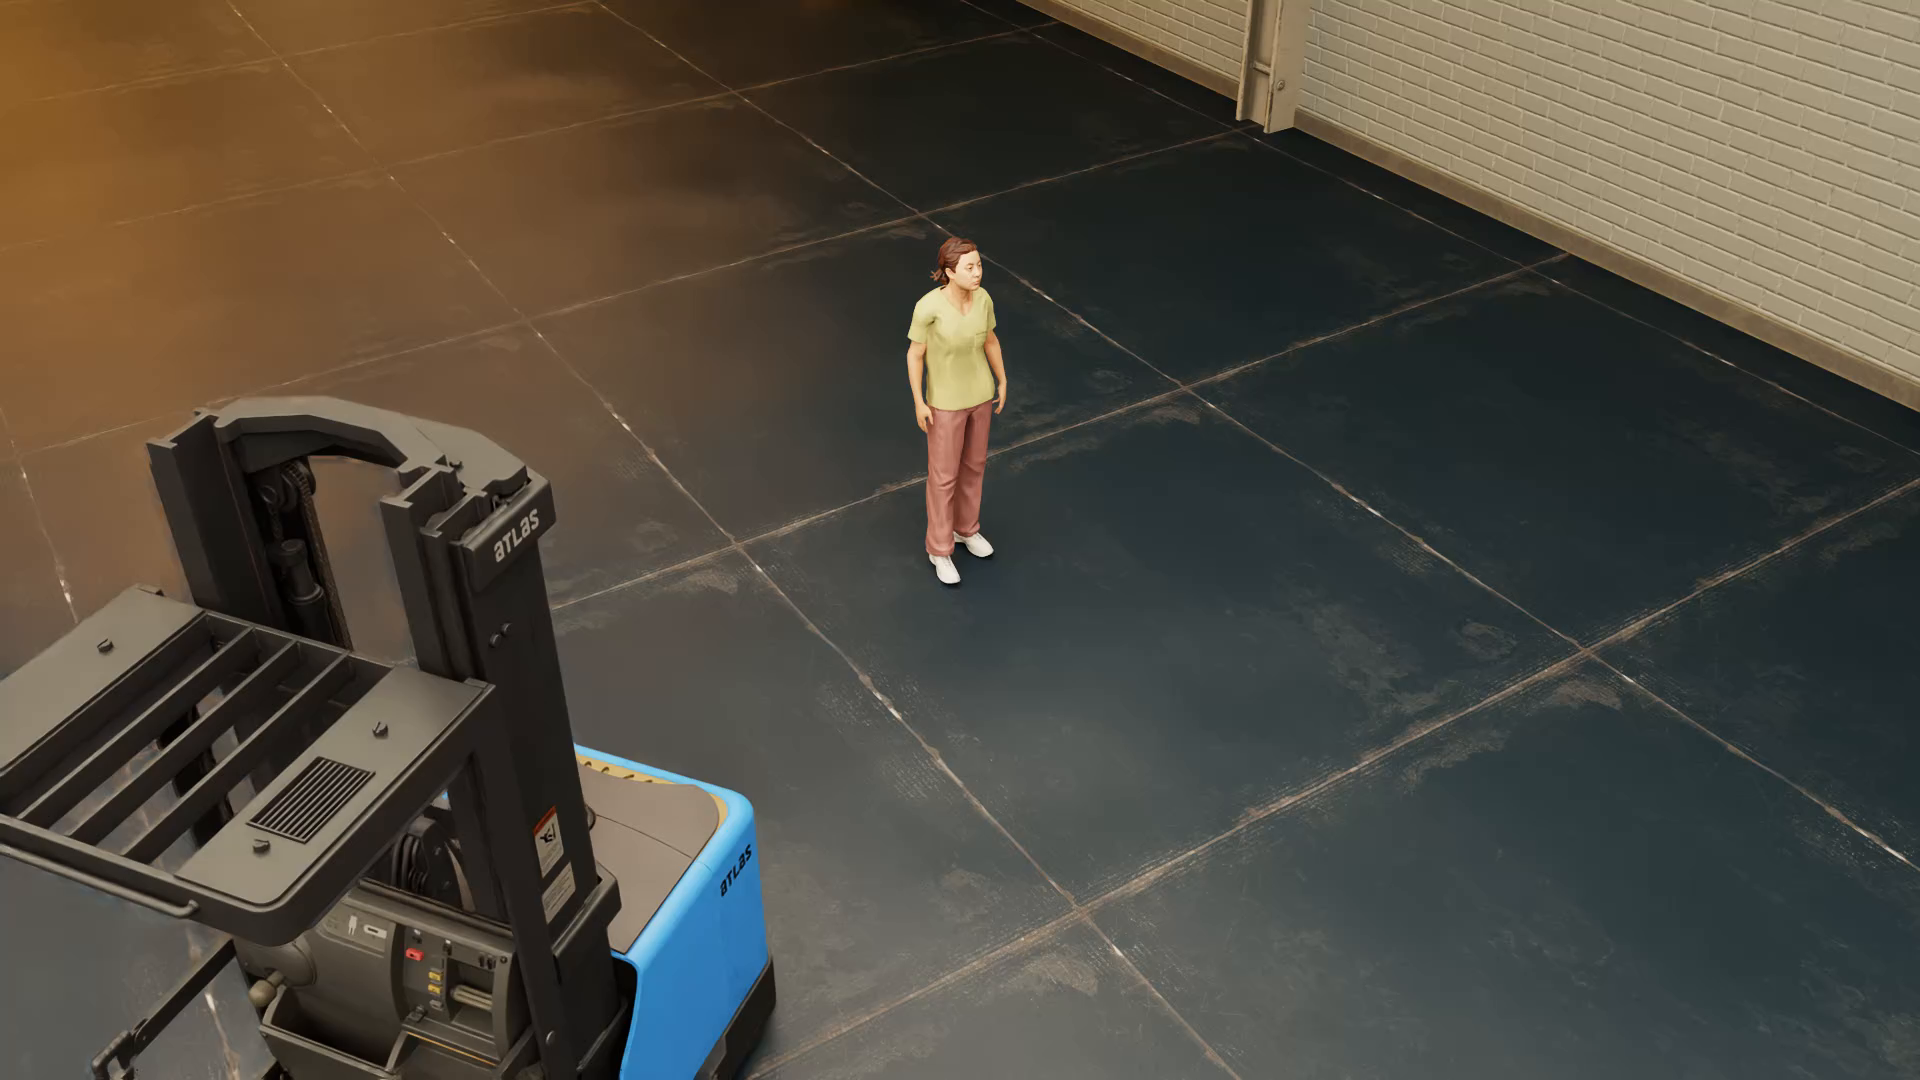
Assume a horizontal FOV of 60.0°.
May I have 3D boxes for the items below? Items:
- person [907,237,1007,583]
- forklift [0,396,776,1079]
[{"bbox_3d":[0.030,-0.652,8.155,0.553,1.675,0.549,-21,40,-27],"label":"person"},{"bbox_3d":[-1.700,1.225,4.404,1.130,2.935,3.031,13,37,18],"label":"forklift"}]
